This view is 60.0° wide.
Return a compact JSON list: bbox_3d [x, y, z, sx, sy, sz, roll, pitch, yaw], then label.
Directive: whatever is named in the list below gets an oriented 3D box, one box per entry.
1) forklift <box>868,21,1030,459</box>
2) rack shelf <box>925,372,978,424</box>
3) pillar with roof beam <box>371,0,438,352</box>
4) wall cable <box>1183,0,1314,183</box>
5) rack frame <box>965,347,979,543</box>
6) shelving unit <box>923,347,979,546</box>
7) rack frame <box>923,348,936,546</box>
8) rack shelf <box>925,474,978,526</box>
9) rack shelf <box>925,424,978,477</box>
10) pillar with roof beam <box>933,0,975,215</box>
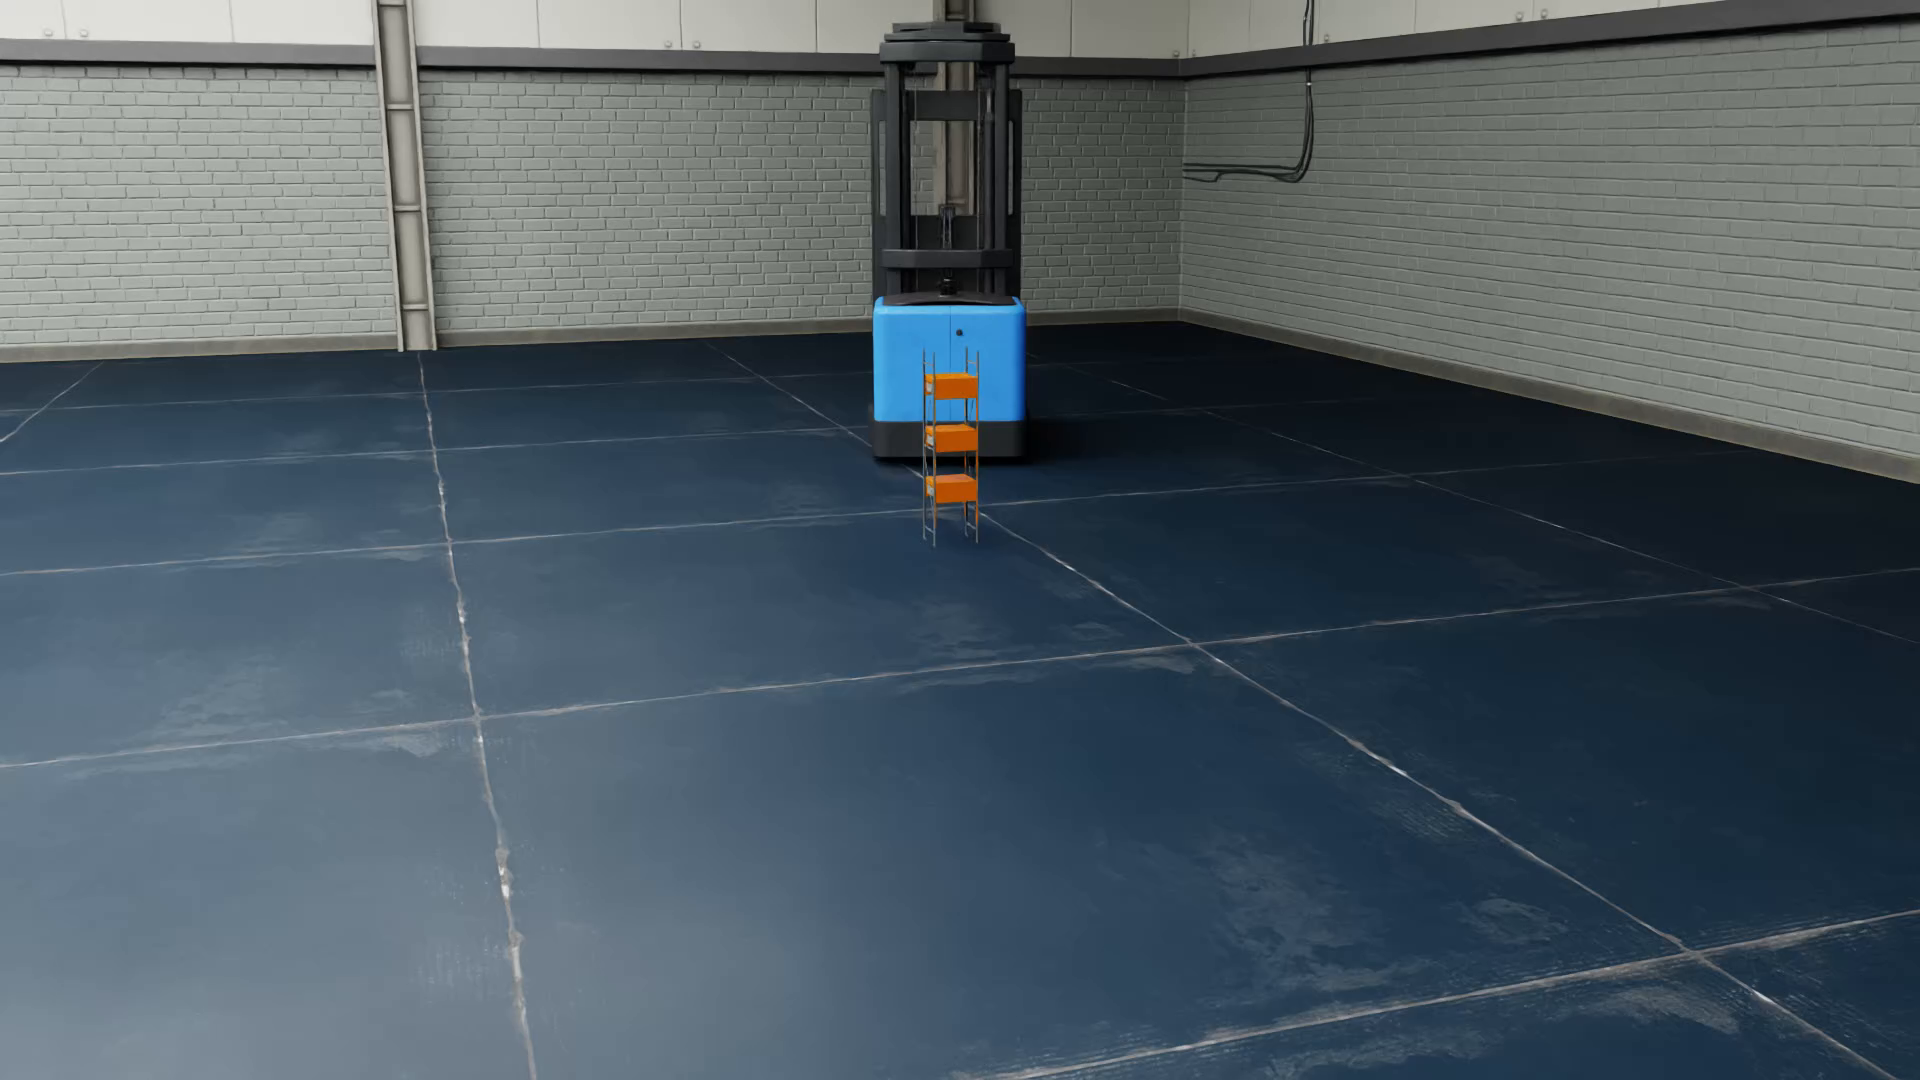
[{"bbox_3d":[-0.108,-2.266,12.334,1.130,2.935,3.031,0,13,-2],"label":"forklift"},{"bbox_3d":[-0.051,-0.773,8.941,0.240,0.259,0.215,-4,14,-18],"label":"rack shelf"},{"bbox_3d":[-4.387,-5.460,12.652,0.400,9.000,9.100,-4,14,-18],"label":"pillar with roof beam"},{"bbox_3d":[3.140,-5.264,18.538,0.112,2.526,3.097,-4,14,-18],"label":"wall cable"},{"bbox_3d":[0.065,-0.516,9.043,0.008,1.050,0.200,-4,14,-18],"label":"rack frame"},{"bbox_3d":[-0.051,-0.507,9.005,0.252,1.050,0.215,-4,14,-18],"label":"shelving unit"},{"bbox_3d":[-0.166,-0.498,8.967,0.008,1.050,0.200,-4,14,-18],"label":"rack frame"},{"bbox_3d":[-0.051,-0.226,9.071,0.240,0.259,0.215,-4,14,-18],"label":"rack shelf"},{"bbox_3d":[-0.051,-0.497,9.007,0.240,0.259,0.215,-4,14,-18],"label":"rack shelf"},{"bbox_3d":[1.300,-5.903,14.514,0.400,9.000,9.100,-4,14,-18],"label":"pillar with roof beam"}]
